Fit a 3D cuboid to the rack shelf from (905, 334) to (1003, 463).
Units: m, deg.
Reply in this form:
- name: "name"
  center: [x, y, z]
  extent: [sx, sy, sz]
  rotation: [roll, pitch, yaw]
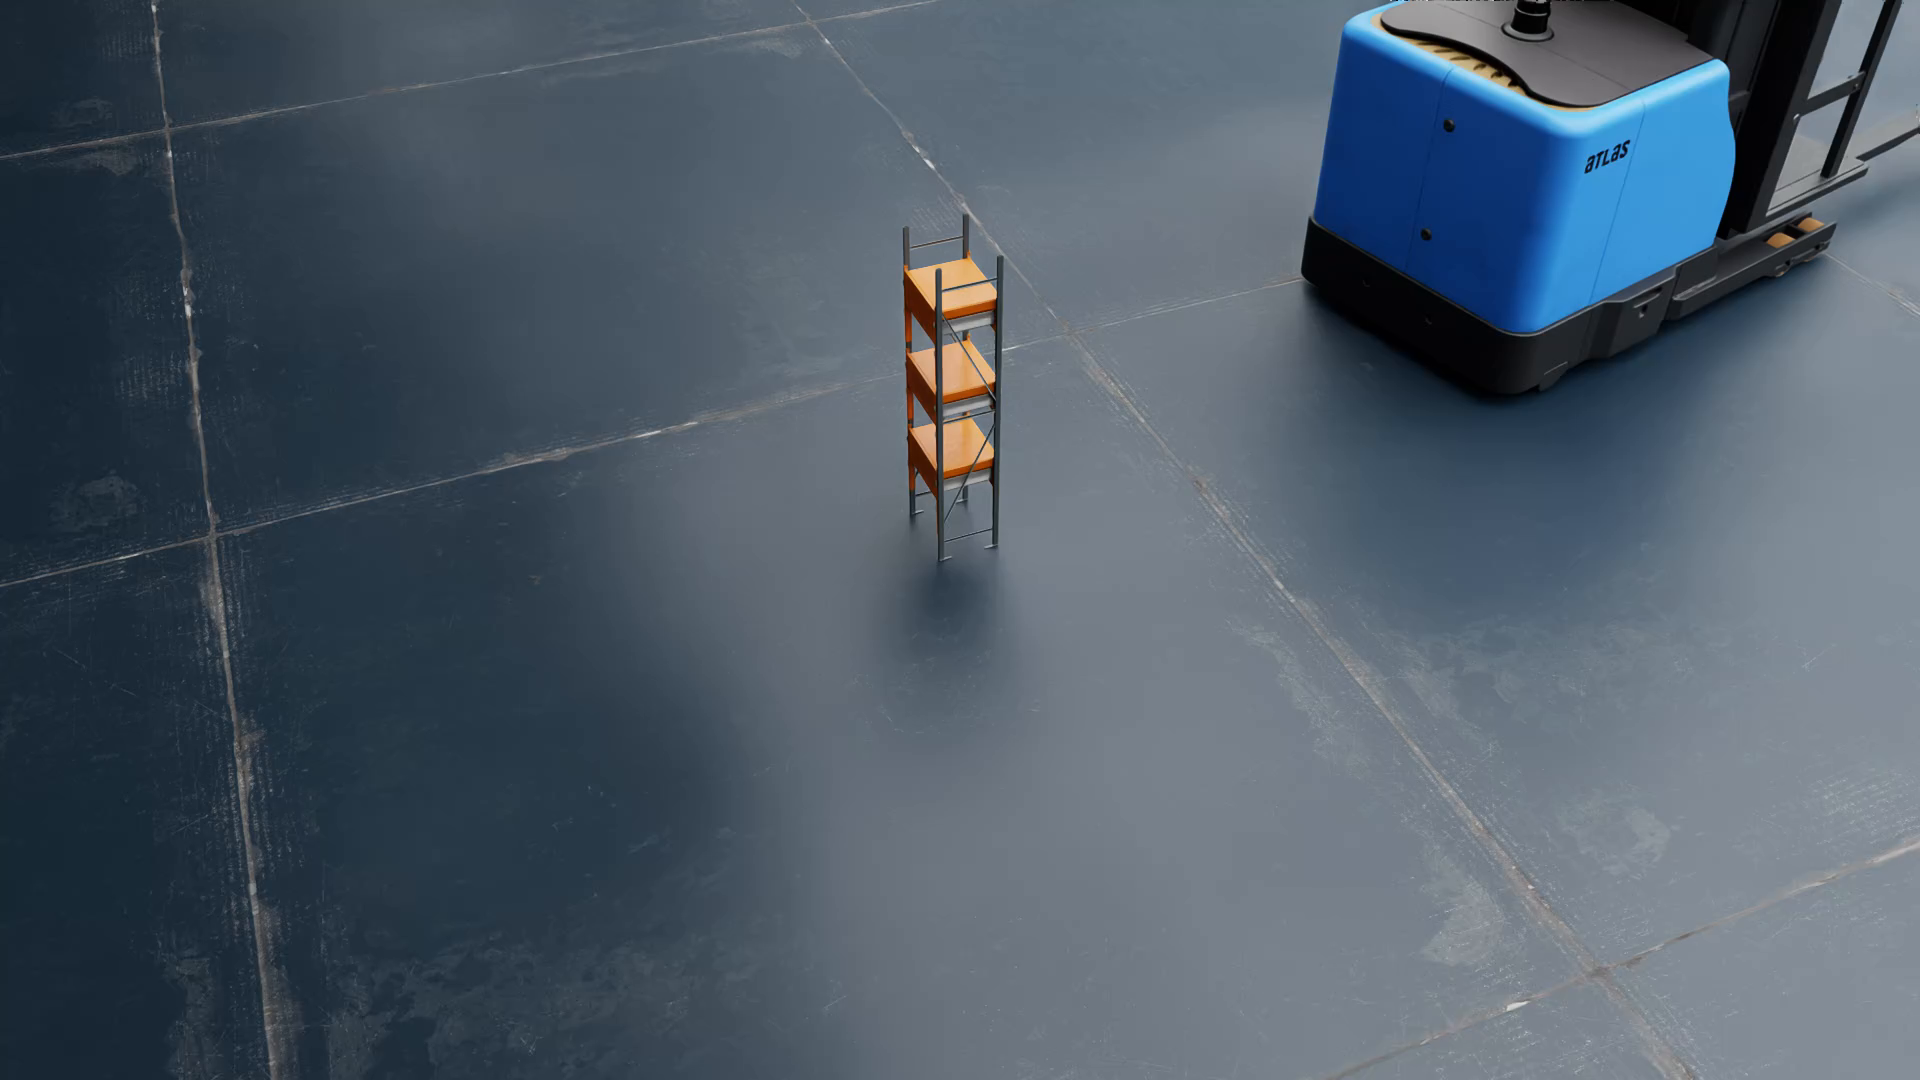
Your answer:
- name: "rack shelf"
  center: [-0.020, -0.422, 4.952]
  extent: [0.215, 0.259, 0.240]
  rotation: [-15, 43, -17]

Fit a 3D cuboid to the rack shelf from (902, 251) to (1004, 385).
- name: "rack shelf"
  center: [-0.020, -0.637, 4.767]
  extent: [0.215, 0.259, 0.240]
  rotation: [-15, 43, -17]

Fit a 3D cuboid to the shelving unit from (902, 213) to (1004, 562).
- name: "shelving unit"
  center: [-0.020, -0.430, 4.945]
  extent: [0.215, 1.050, 0.252]
  rotation: [-15, 43, -17]

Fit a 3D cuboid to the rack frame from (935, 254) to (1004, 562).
- name: "rack frame"
  center: [0.026, -0.357, 4.860]
  extent: [0.200, 1.050, 0.008]
  rotation: [-15, 43, -17]

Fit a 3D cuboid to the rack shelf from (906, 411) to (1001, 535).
- name: "rack shelf"
  center: [-0.020, -0.212, 5.133]
  extent: [0.215, 0.259, 0.240]
  rotation: [-15, 43, -17]

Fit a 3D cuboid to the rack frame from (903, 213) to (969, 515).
- name: "rack frame"
  center: [-0.067, -0.504, 5.031]
  extent: [0.200, 1.050, 0.008]
  rotation: [-15, 43, -17]

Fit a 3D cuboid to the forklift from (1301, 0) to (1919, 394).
- name: "forklift"
  center: [2.791, -2.384, 5.774]
  extent: [3.031, 2.935, 1.130]
  rotation: [-25, 47, -26]
